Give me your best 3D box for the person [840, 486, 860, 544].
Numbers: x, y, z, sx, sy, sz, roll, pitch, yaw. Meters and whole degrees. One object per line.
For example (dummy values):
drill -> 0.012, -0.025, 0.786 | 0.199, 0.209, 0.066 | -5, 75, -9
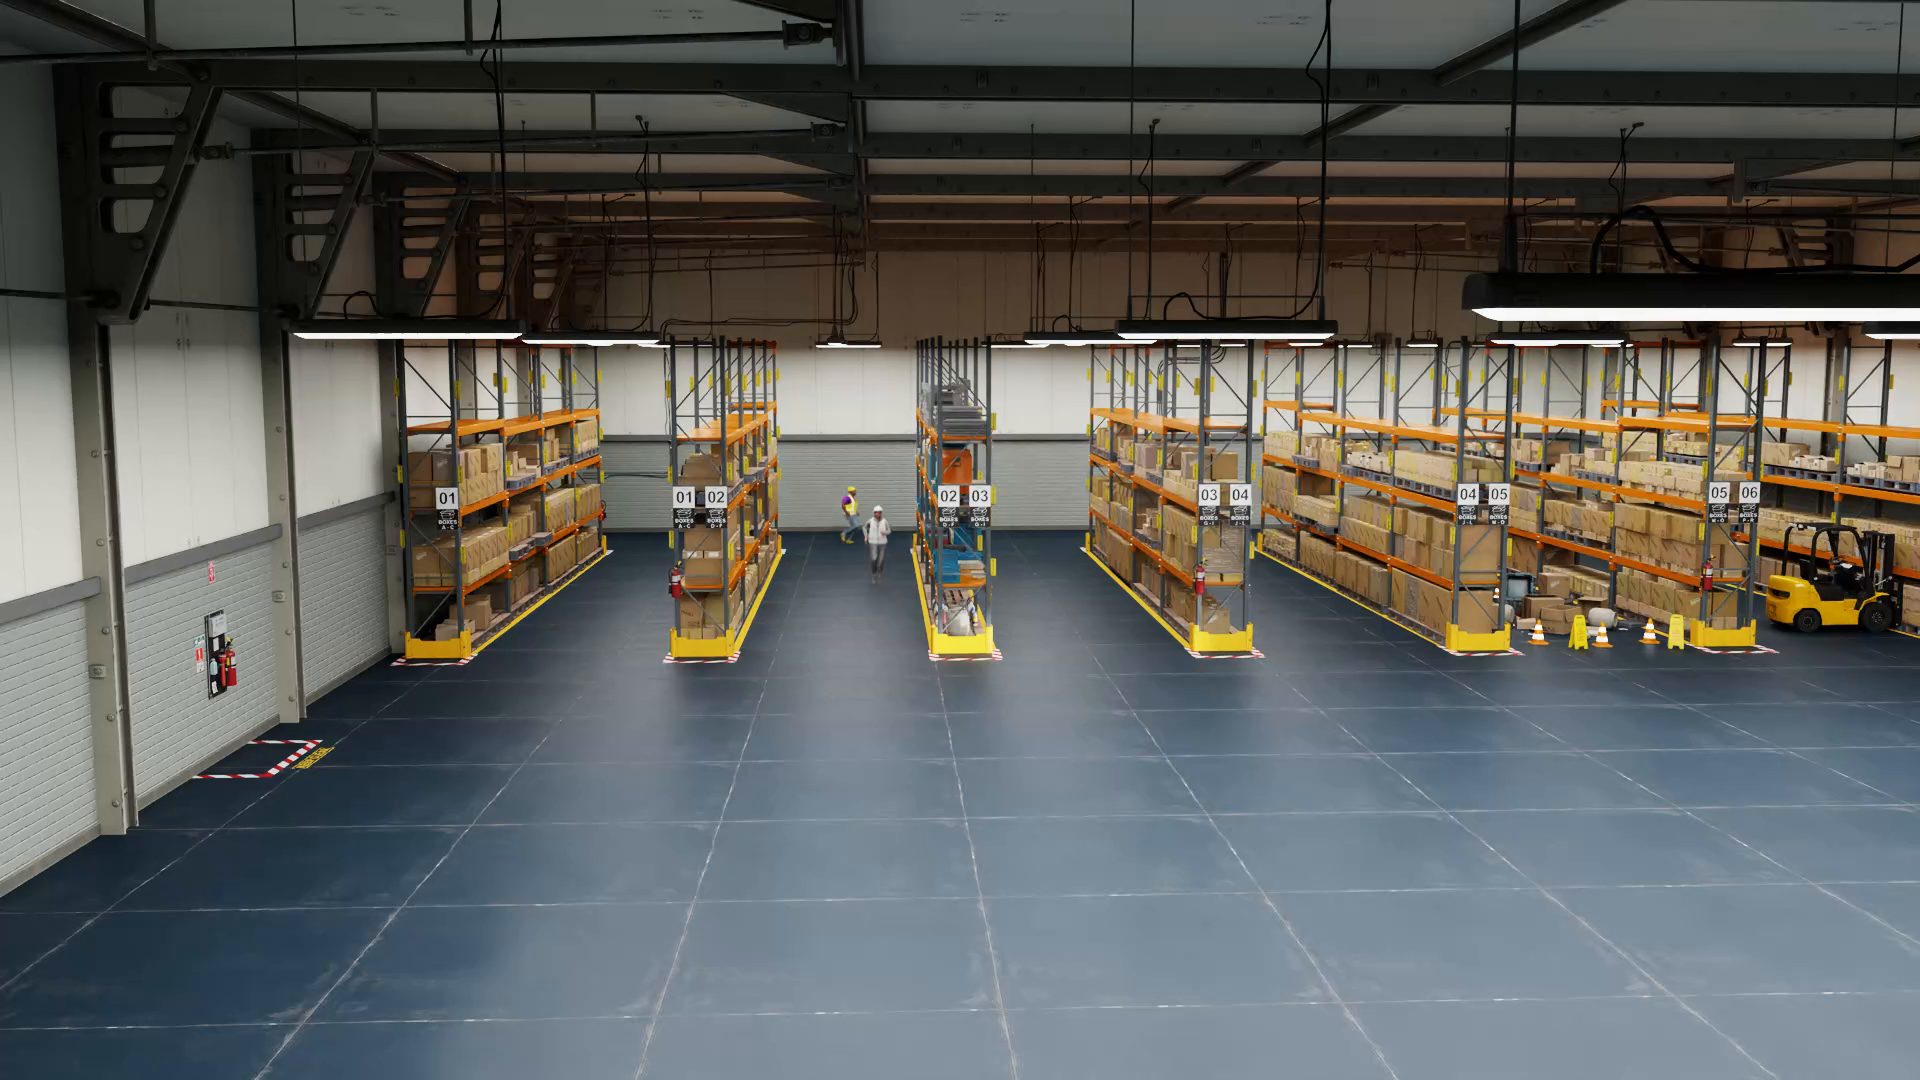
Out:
person -> -3.258, -0.750, 49.601 | 0.534, 1.696, 0.748 | 1, 7, 13

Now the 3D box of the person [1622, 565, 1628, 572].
person -> 16.315, 0.263, 40.269 | 0.679, 1.765, 0.957 | -1, 7, -7

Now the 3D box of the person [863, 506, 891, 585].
person -> -1.948, 0.126, 39.211 | 0.643, 1.862, 0.711 | -1, 7, -9

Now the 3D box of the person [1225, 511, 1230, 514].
person -> 7.900, -0.588, 48.355 | 0.593, 1.702, 0.675 | 6, 9, 44
